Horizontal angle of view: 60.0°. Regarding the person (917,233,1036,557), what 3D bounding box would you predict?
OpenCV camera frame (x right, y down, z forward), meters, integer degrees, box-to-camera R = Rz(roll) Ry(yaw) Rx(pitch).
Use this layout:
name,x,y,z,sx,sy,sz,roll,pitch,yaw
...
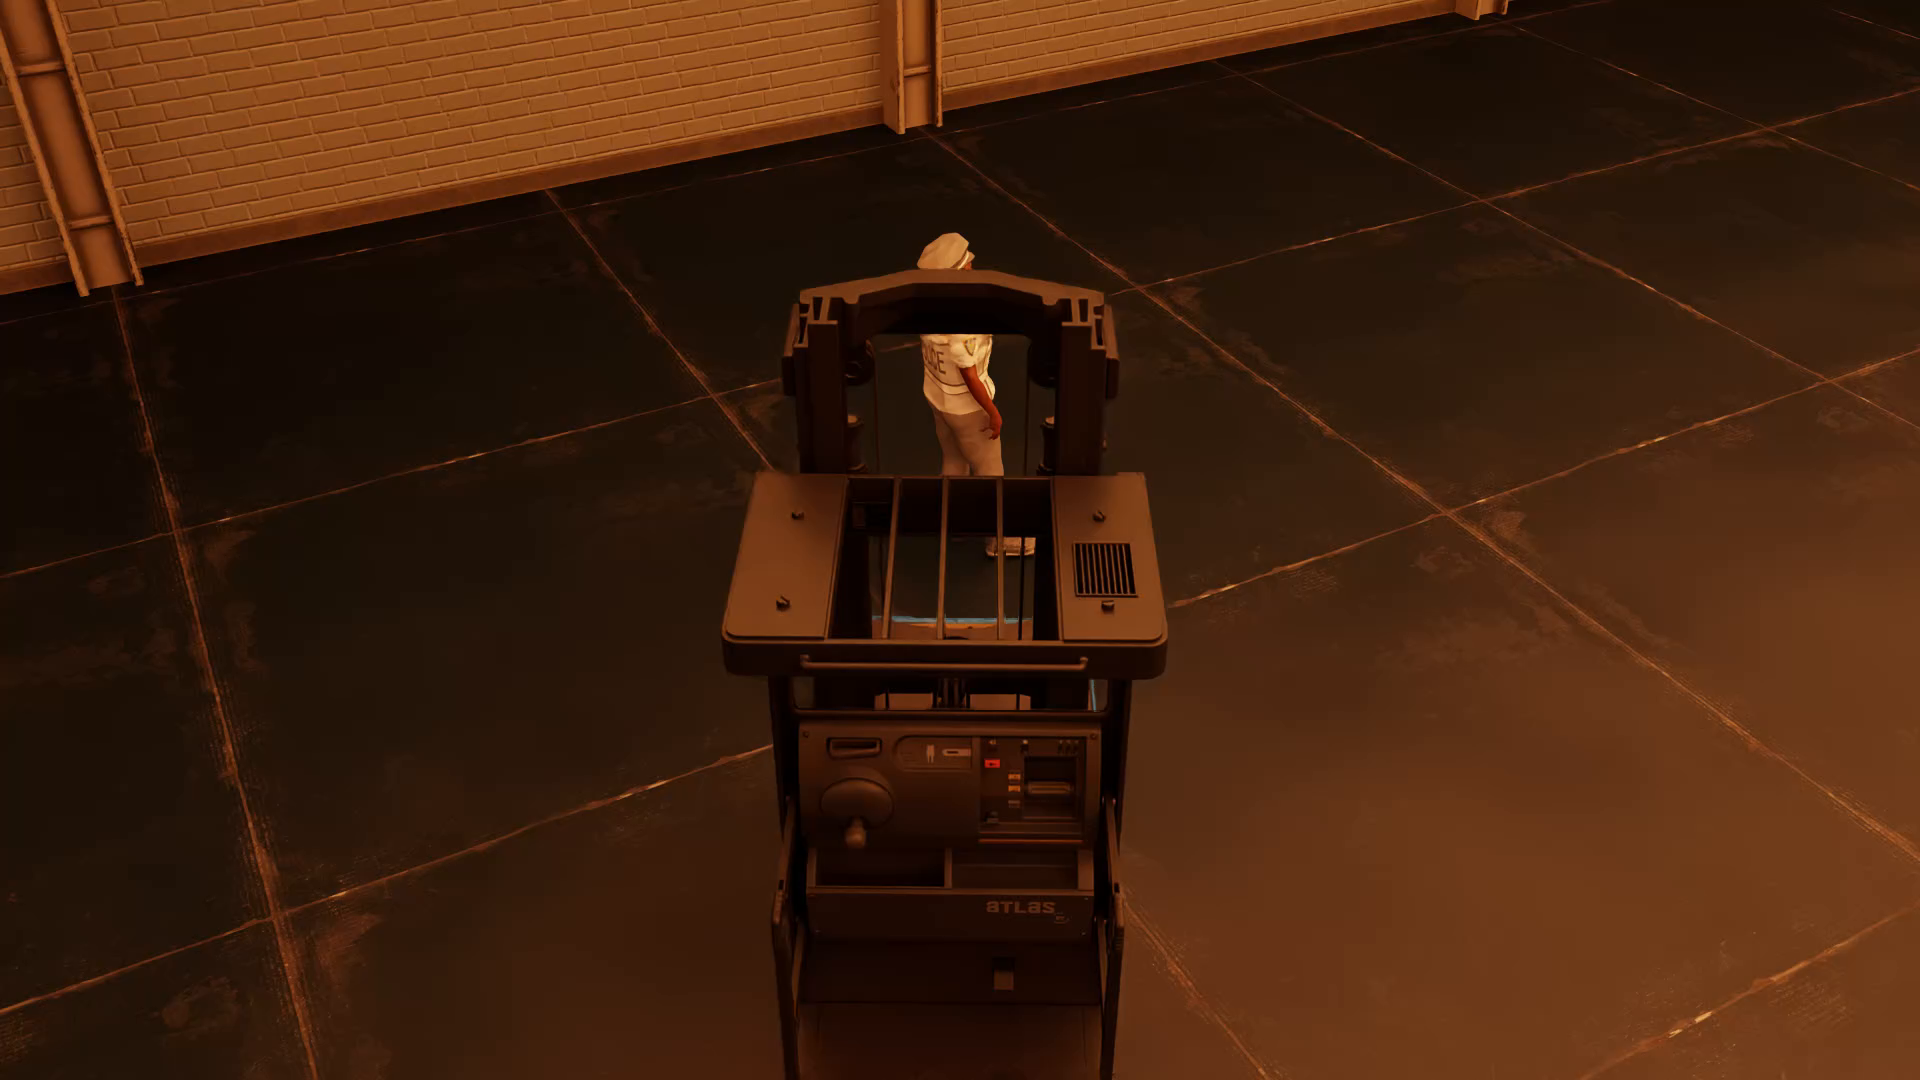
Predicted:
name,x,y,z,sx,sy,sz,roll,pitch,yaw
person,0.076,-0.709,8.184,0.528,1.697,0.570,-17,39,-23

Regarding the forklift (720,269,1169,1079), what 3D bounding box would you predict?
name,x,y,z,sx,sy,sz,roll,pitch,yaw
forklift,-0.033,0.821,4.961,1.130,2.935,3.031,0,35,1
